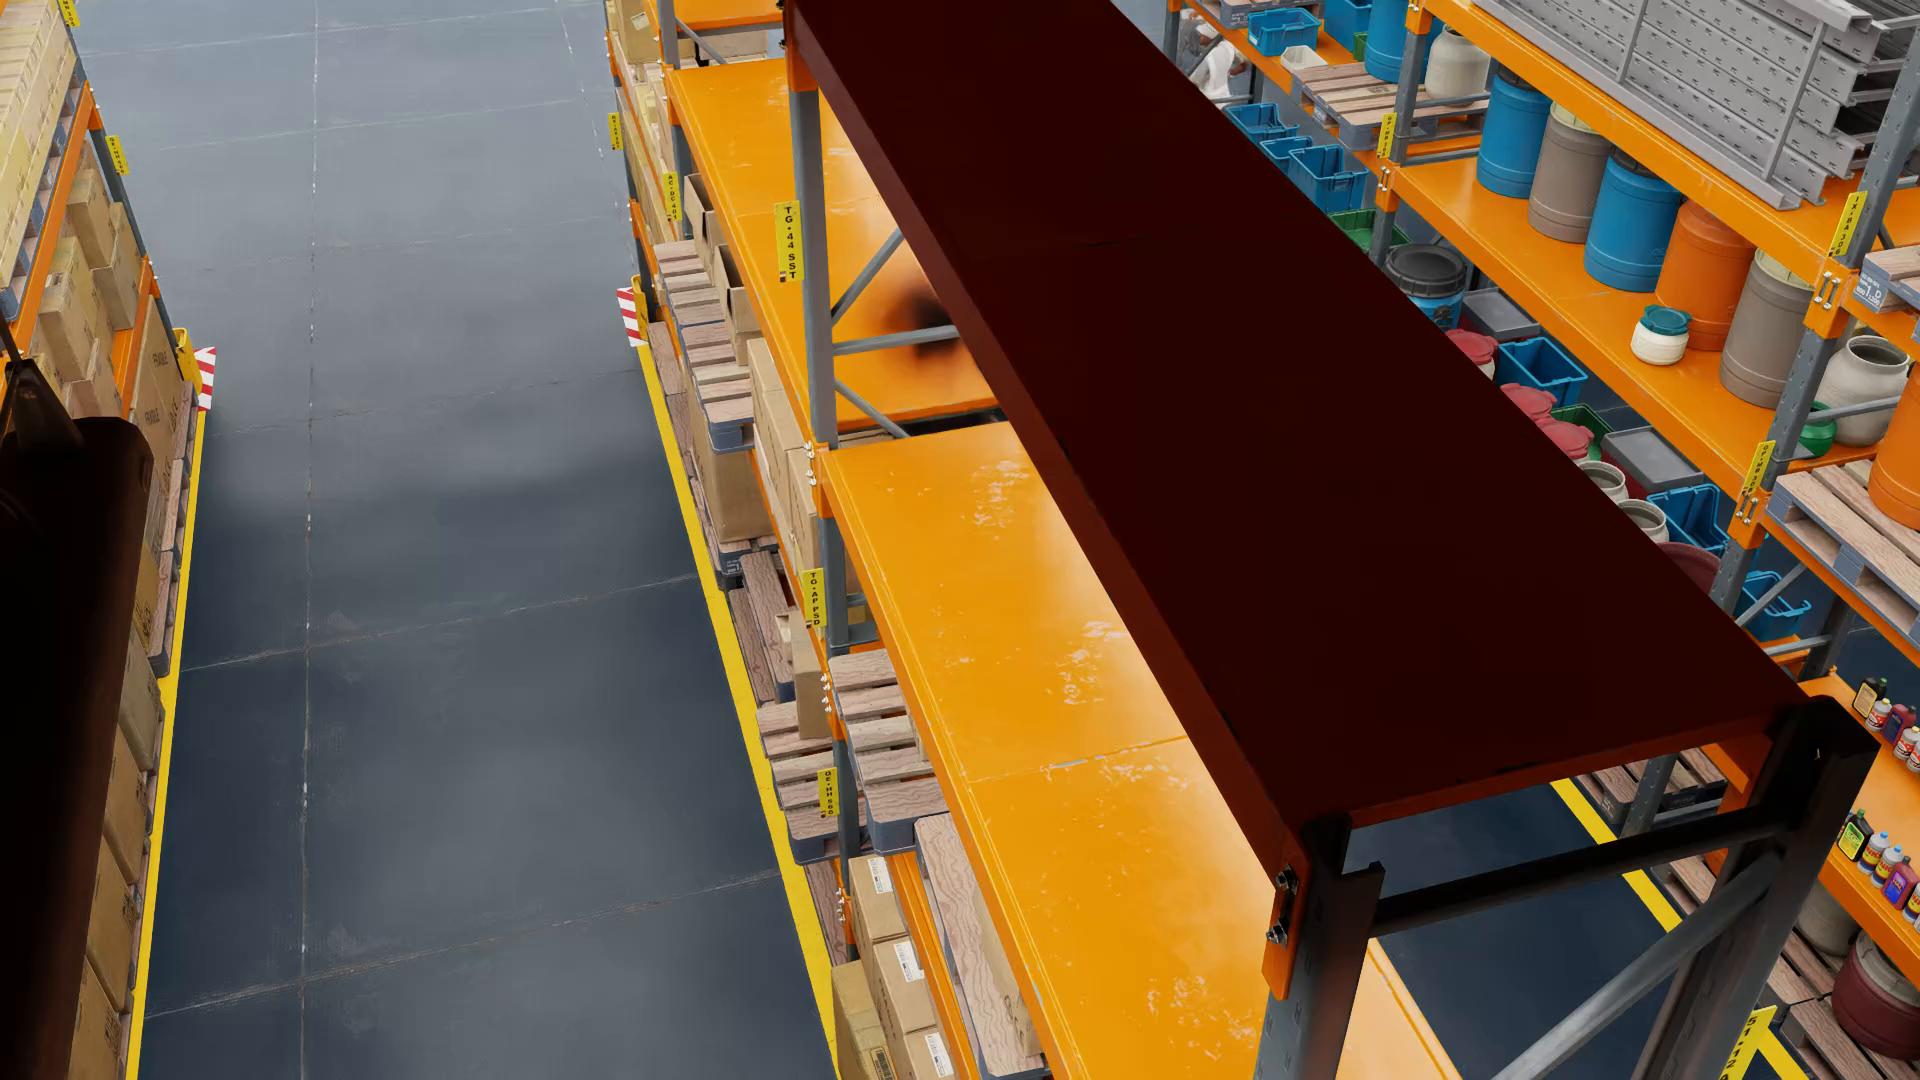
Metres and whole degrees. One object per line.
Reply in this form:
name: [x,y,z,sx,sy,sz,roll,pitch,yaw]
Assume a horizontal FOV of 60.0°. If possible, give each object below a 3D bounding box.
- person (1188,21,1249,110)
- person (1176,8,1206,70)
person: [2.536,-4.499,17.105,0.968,1.755,0.706,28,46,31]
person: [2.634,-5.950,18.867,0.881,1.789,0.651,2,38,3]
